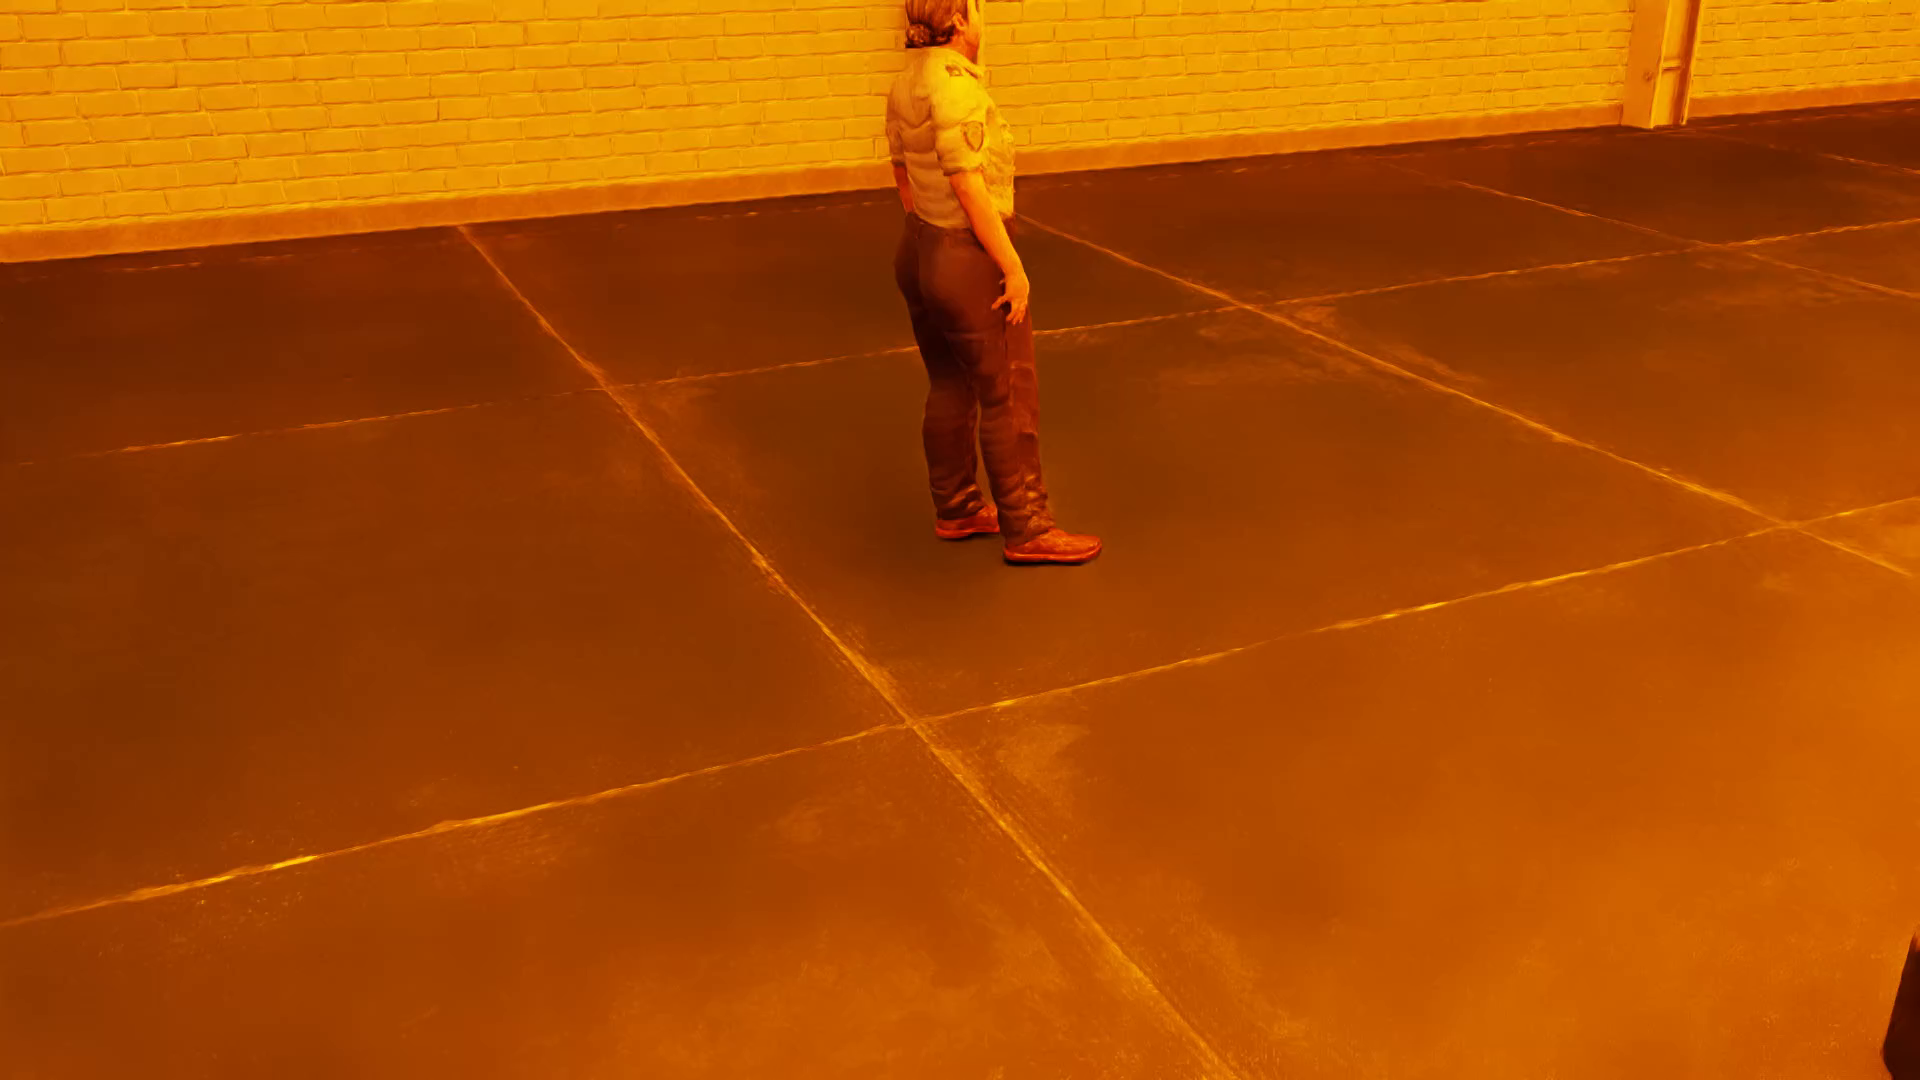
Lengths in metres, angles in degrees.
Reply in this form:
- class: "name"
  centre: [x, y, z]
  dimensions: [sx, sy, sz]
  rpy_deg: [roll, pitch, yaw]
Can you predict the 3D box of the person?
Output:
- class: "person"
  centre: [0.091, -0.774, 4.804]
  dimensions: [0.502, 1.650, 0.599]
  rpy_deg: [-10, 25, -23]
